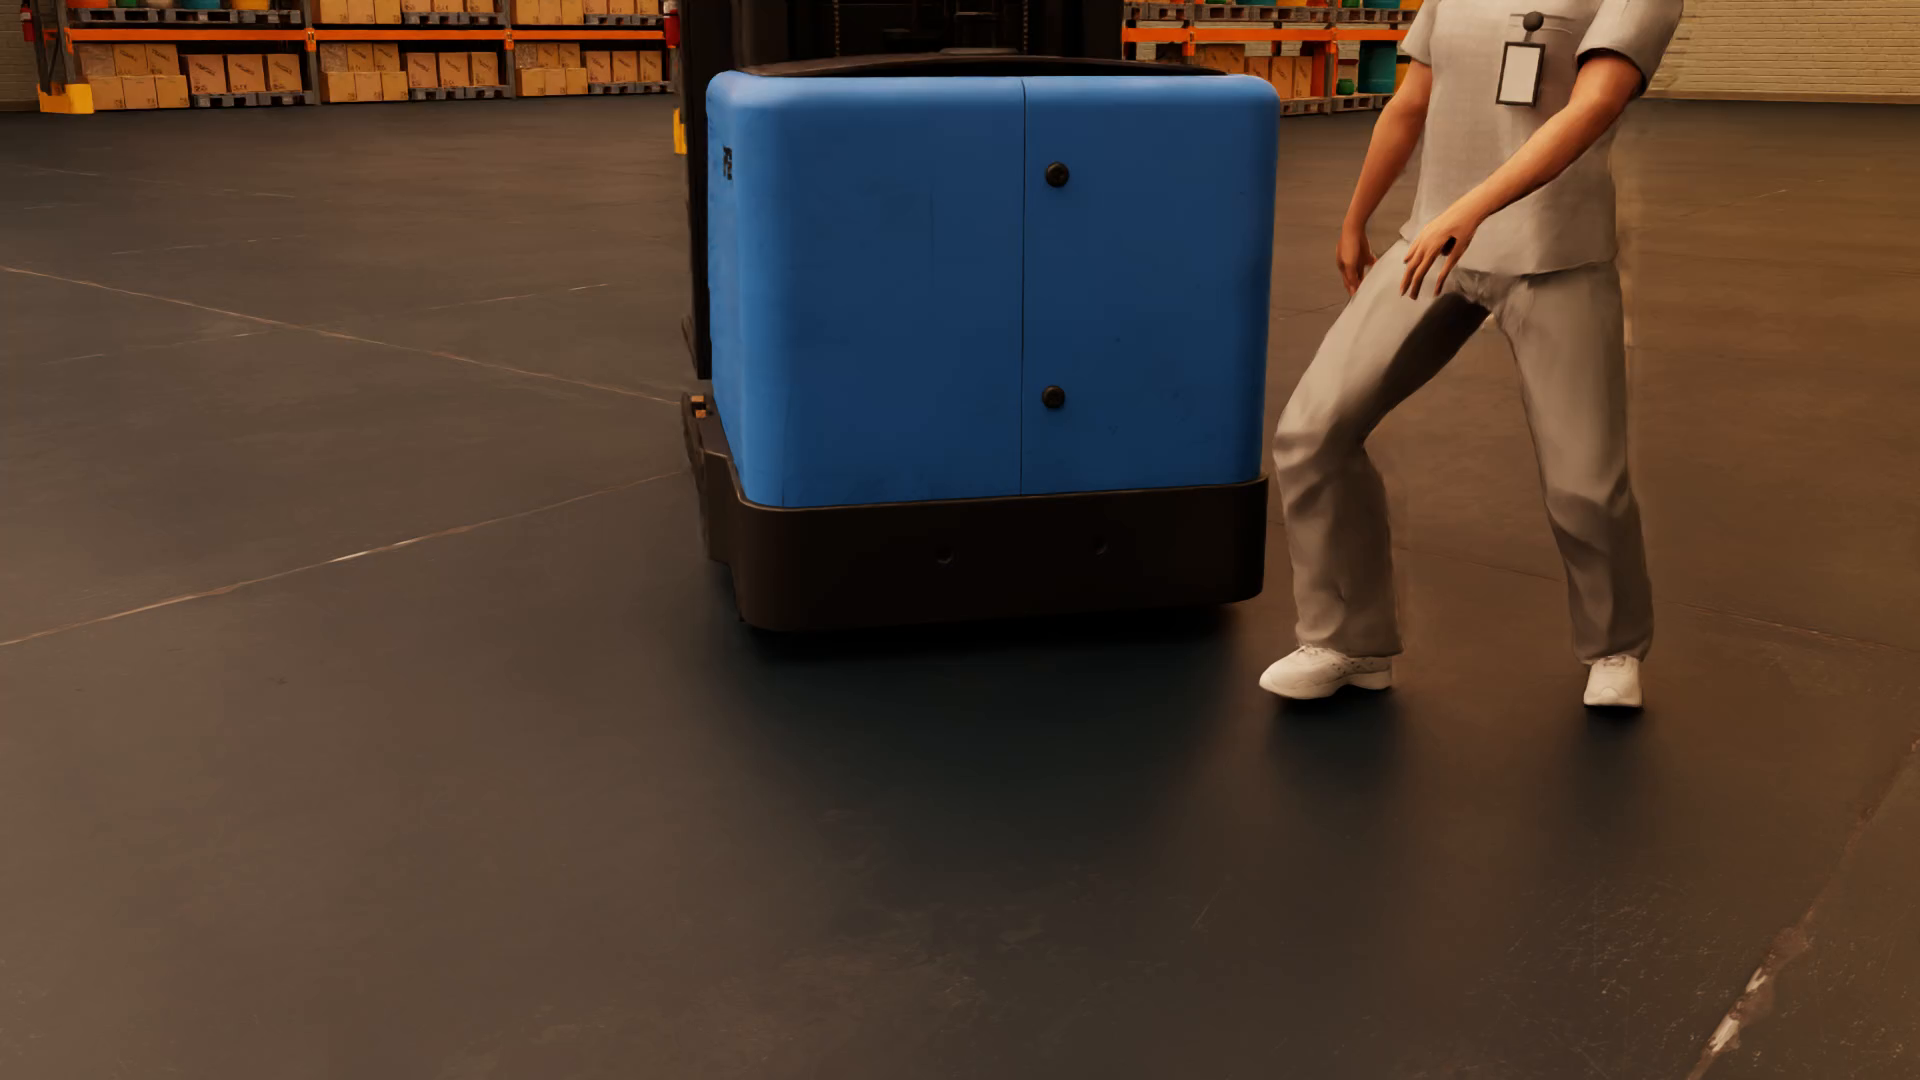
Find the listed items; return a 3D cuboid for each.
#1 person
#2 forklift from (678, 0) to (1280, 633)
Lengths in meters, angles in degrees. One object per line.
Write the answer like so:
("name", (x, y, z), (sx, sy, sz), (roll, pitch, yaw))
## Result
("person", (0.871, -0.486, 2.809), (0.708, 1.586, 0.632), (-15, 23, -41))
("forklift", (-0.189, -1.615, 4.216), (1.130, 2.935, 3.031), (-3, 17, -11))
